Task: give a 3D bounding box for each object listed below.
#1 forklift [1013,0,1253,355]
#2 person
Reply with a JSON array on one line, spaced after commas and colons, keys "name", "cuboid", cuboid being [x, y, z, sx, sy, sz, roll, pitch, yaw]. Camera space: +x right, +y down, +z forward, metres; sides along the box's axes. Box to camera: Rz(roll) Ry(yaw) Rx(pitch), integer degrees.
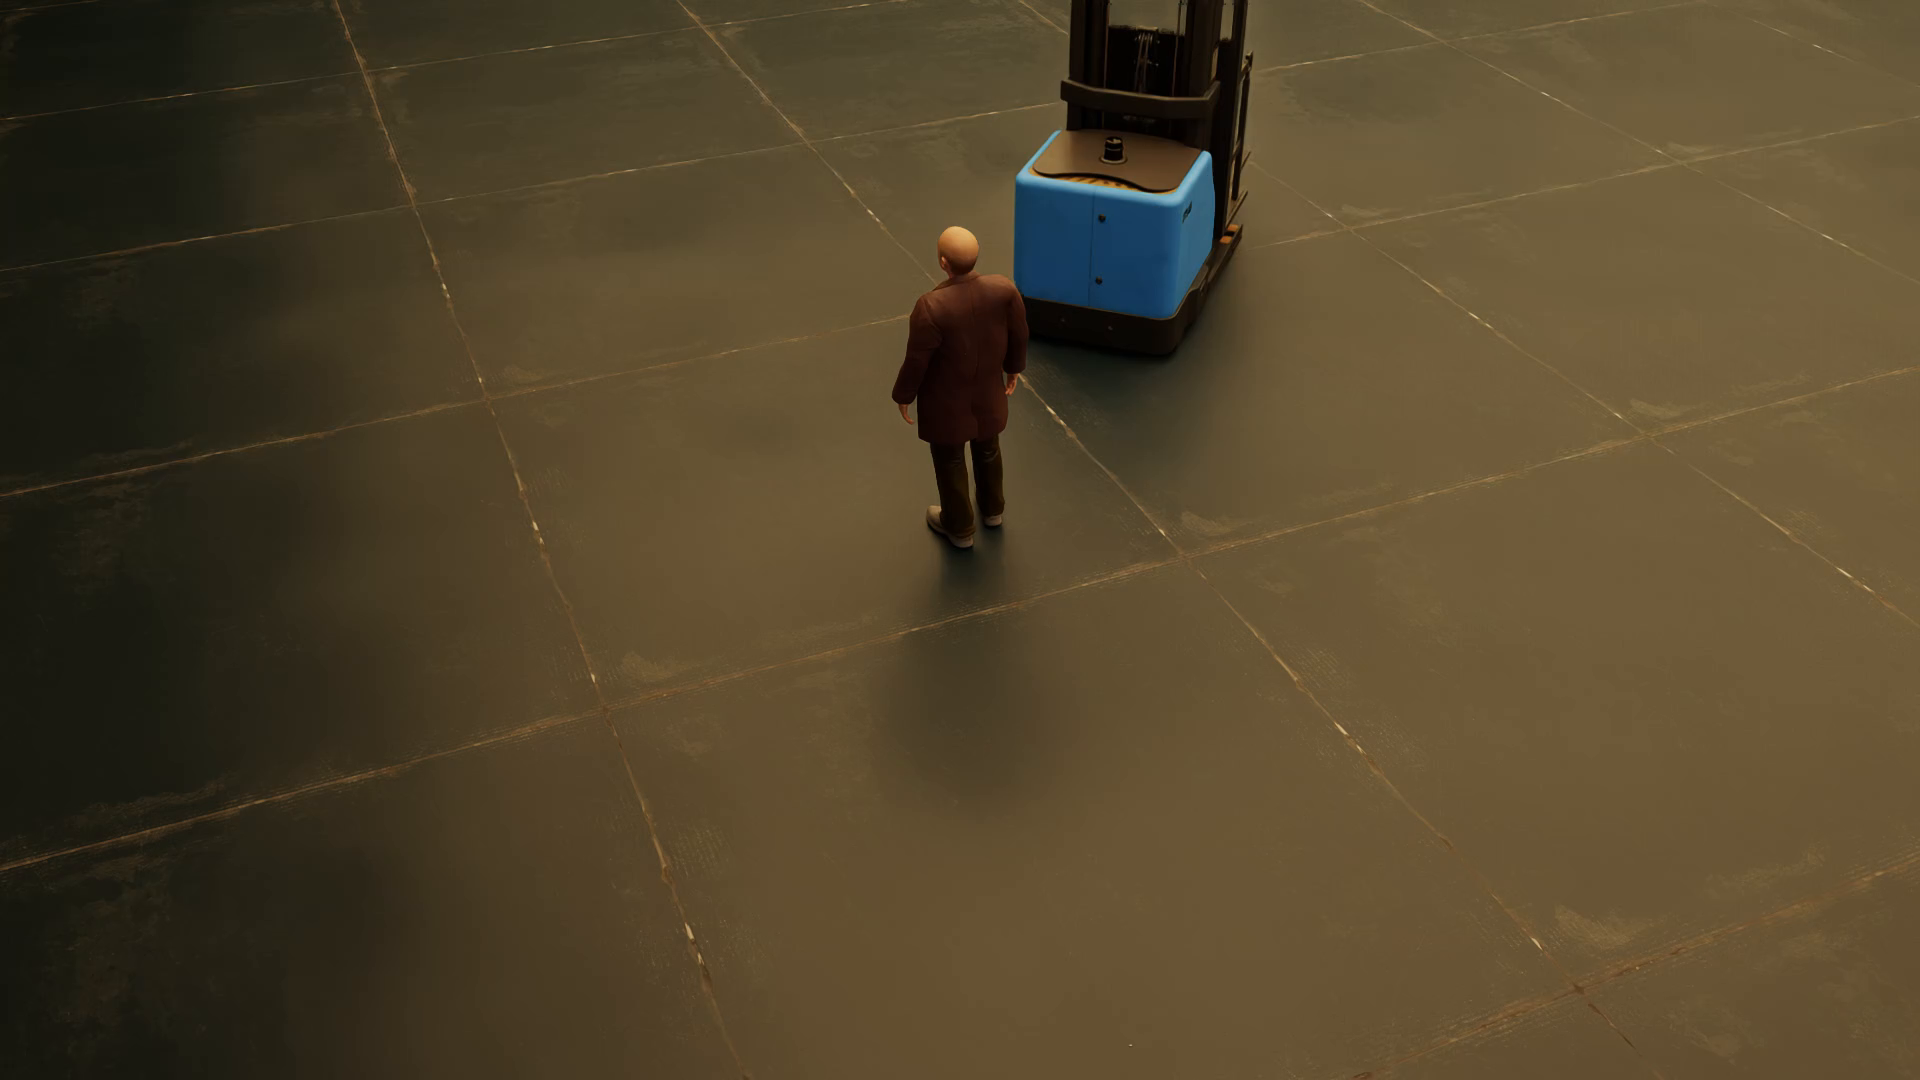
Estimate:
[{"name": "forklift", "cuboid": [1.305, -3.169, 10.555, 1.130, 2.935, 3.031, 12, 37, 17]}, {"name": "person", "cuboid": [-0.031, -0.780, 8.178, 0.696, 1.776, 0.582, -14, 38, -19]}]
